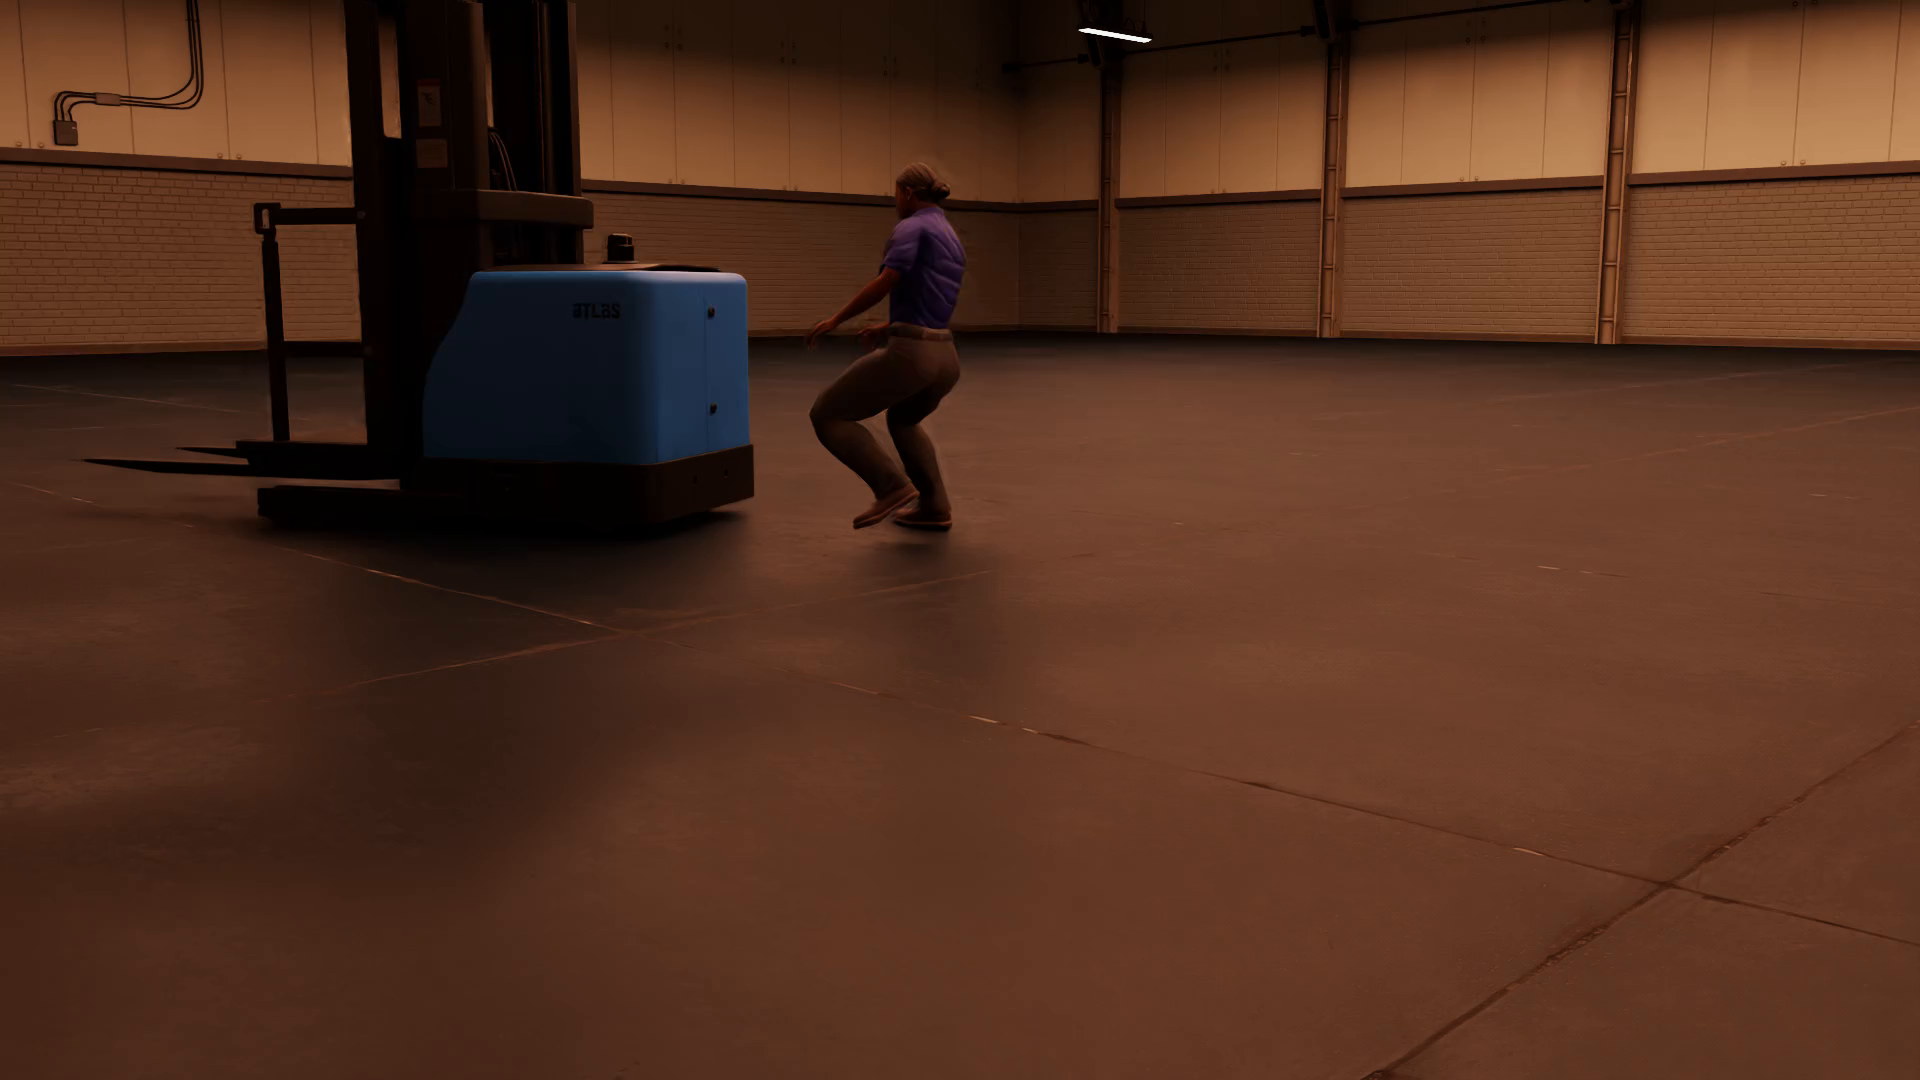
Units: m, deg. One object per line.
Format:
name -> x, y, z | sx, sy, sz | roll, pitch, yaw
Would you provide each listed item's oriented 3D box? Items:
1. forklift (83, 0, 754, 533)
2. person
forklift -> -2.510, -1.579, 7.359 | 3.031, 2.935, 1.130 | 3, 9, 17
person -> -0.293, -0.752, 6.701 | 0.640, 1.486, 0.796 | 5, 10, 29
